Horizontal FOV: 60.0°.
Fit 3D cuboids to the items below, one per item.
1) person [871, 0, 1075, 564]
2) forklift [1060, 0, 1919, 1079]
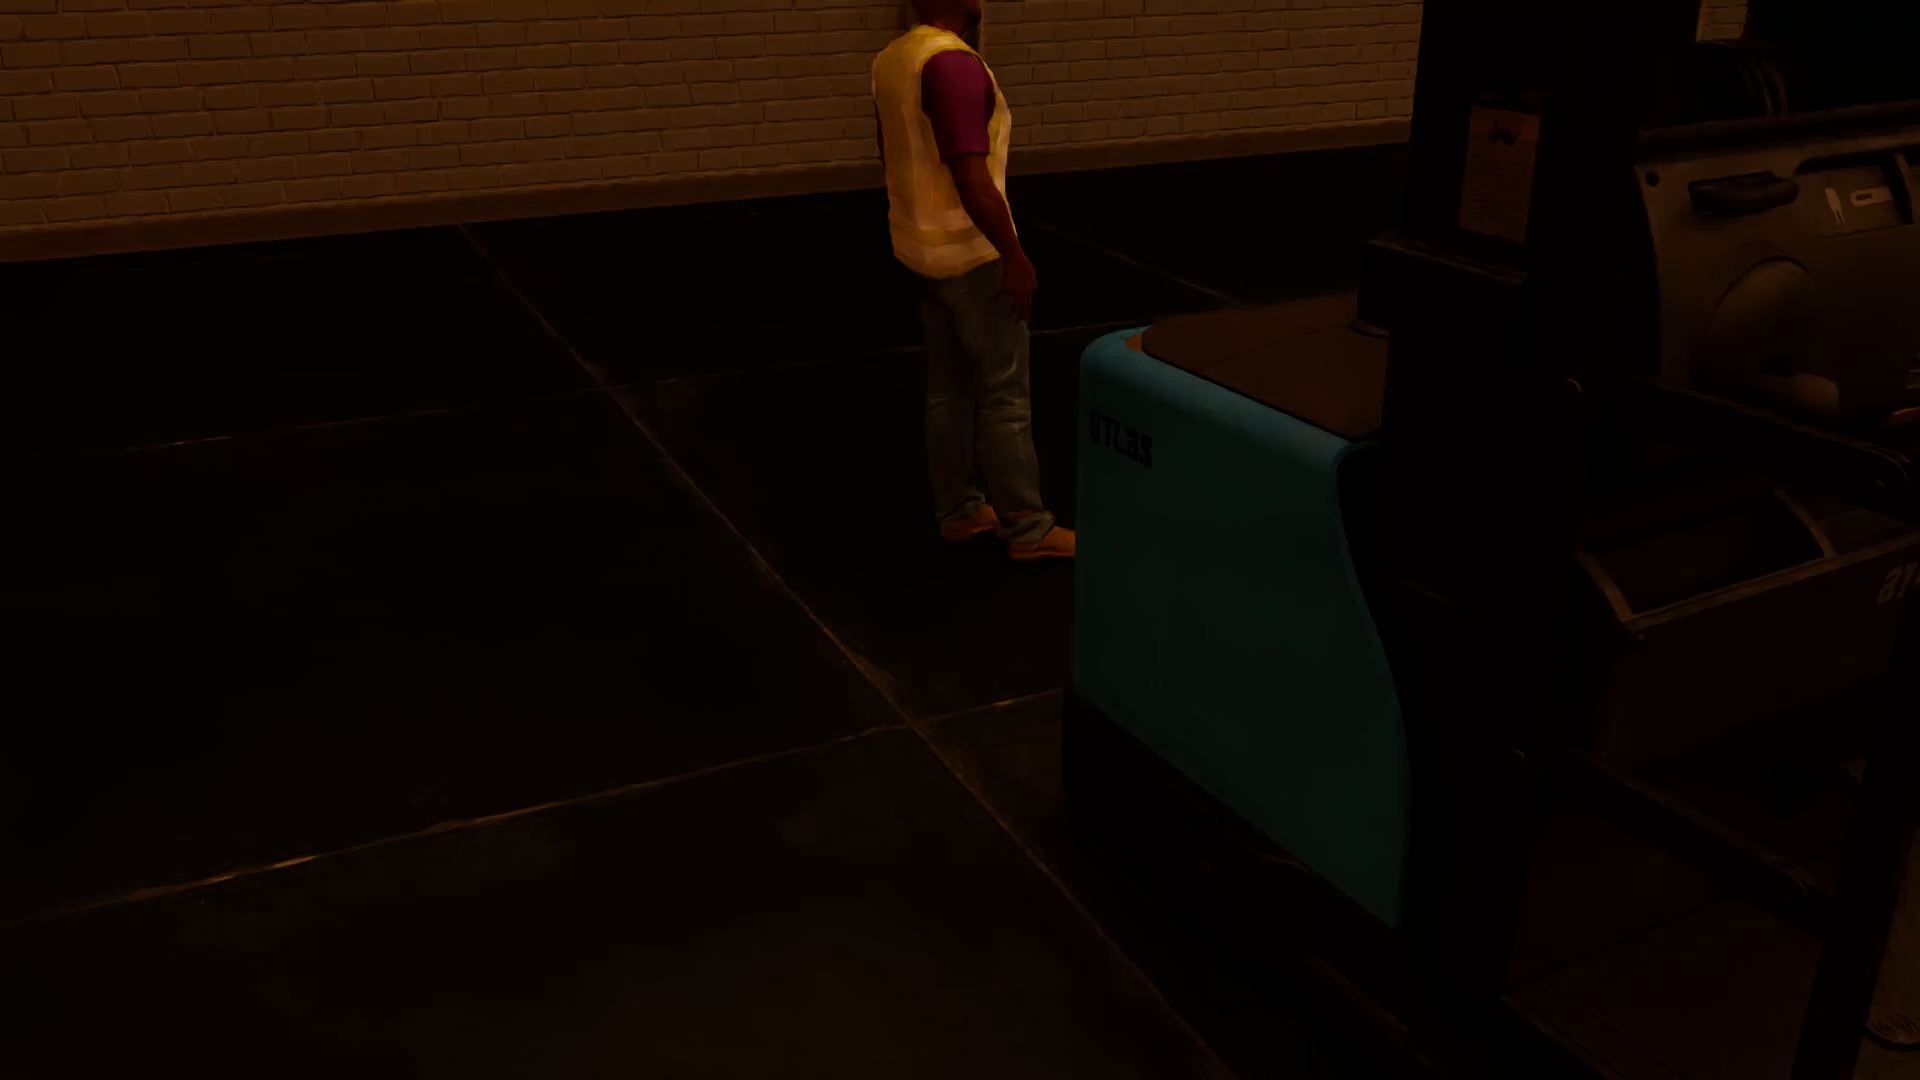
[{"bbox_3d":[0.065,-0.831,4.788,0.576,1.766,0.665,-10,25,-23],"label":"person"},{"bbox_3d":[1.383,-0.368,2.171,1.130,2.935,3.031,-12,25,-27],"label":"forklift"}]
